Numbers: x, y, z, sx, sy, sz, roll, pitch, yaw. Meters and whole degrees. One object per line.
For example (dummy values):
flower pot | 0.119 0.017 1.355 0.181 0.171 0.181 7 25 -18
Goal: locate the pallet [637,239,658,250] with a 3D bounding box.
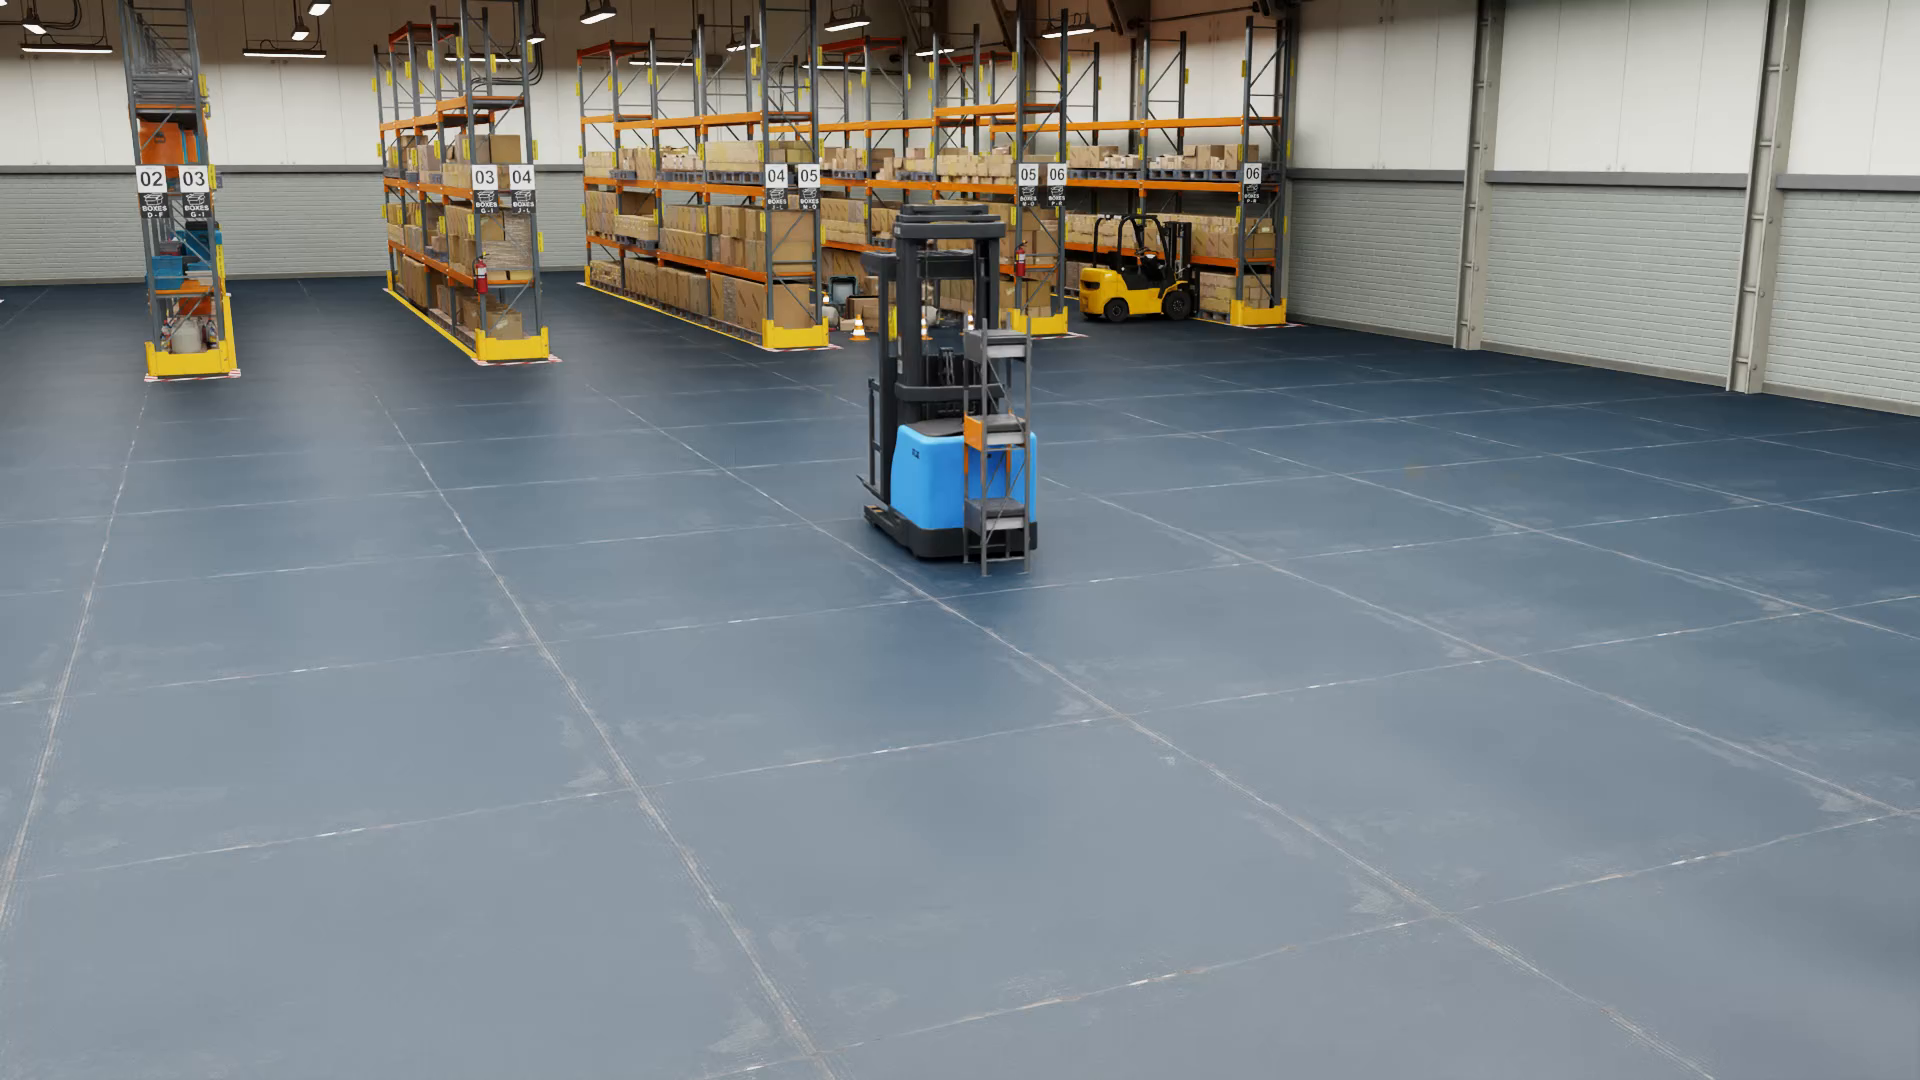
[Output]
pallet | -6.557 -6.661 37.423 1.213 0.211 1.003 -6 14 -23

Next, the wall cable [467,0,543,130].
wall cable | -13.071 -13.812 47.457 2.277 5.999 0.120 -6 14 -23

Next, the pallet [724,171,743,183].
pallet | -3.769 -6.787 31.087 1.003 0.211 1.213 -6 14 -23

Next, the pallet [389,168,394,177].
pallet | -13.164 -8.856 40.026 1.003 0.211 1.213 -6 14 -23

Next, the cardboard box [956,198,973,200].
cardboard box | 0.199 -9.196 45.961 0.500 0.500 0.500 -5 14 -22

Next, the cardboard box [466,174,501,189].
cardboard box | -7.980 -6.002 27.830 0.500 0.250 0.500 -5 14 -22

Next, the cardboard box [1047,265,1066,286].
cardboard box | 2.501 -6.589 41.298 0.500 0.500 0.500 -5 14 -21

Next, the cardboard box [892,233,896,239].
cardboard box | -1.310 -6.860 37.482 0.380 0.149 0.250 -5 14 -20

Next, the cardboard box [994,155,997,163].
cardboard box | 0.878 -7.368 32.187 0.380 0.149 0.250 -6 14 -23

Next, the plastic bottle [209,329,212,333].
plastic bottle | -12.671 -3.448 28.192 0.097 0.271 0.097 0 13 0

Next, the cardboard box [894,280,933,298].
cardboard box | -1.159 -5.740 37.914 0.950 0.372 0.625 -6 14 -24

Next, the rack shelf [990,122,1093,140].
rack shelf | 2.067 -10.325 42.005 1.077 0.370 4.000 -6 14 -23

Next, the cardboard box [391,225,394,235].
cardboard box | -13.606 -7.580 40.641 0.500 0.250 0.500 -6 14 -25

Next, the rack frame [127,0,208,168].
rack frame | -13.695 -7.839 28.782 1.000 3.000 0.127 -6 14 -23

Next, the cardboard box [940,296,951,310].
cardboard box | -0.088 -4.977 34.889 0.500 0.250 0.500 -6 14 -26

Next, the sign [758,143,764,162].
sign | -3.472 -6.772 29.037 0.100 0.325 0.005 -6 14 -23

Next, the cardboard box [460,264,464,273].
cardboard box | -8.733 -4.861 29.776 0.380 0.149 0.250 -6 14 -23

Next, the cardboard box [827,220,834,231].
cardboard box | -2.951 -7.754 40.942 0.500 0.250 0.500 -5 14 -22

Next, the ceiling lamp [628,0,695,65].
ceiling lamp | -8.180 -14.840 46.086 2.000 3.185 0.800 -6 14 -23

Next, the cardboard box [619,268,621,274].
cardboard box | -8.157 -6.599 40.801 0.380 0.149 0.250 -5 14 -21

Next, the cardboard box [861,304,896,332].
cardboard box | -1.497 -4.350 32.549 0.637 0.503 0.797 6 14 26

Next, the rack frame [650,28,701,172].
rack frame | -6.174 -9.540 36.131 1.000 3.000 0.127 -6 14 -23

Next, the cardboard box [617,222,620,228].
cardboard box | -7.934 -7.494 39.564 0.380 0.149 0.250 -6 14 -24

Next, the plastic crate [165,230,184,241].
plastic crate | -17.399 -6.656 36.878 0.392 0.384 0.575 -6 14 -23

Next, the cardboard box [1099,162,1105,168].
cardboard box | 3.442 -8.659 38.382 0.380 0.149 0.250 -6 14 -24

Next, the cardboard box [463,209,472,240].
cardboard box | -8.207 -5.412 28.502 0.500 0.500 0.500 -6 14 -23

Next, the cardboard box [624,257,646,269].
cardboard box | -7.722 -6.619 39.765 0.500 0.250 0.500 -6 14 -25

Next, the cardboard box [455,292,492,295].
cardboard box | -9.557 -4.589 32.613 0.700 0.500 0.500 -6 14 -23

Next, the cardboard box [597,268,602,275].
cardboard box | -9.163 -6.932 42.899 0.380 0.149 0.250 -5 14 -21

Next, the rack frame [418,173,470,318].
rack frame | -10.759 -6.190 34.962 1.000 3.000 0.127 -6 14 -23

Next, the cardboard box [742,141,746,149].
cardboard box | -3.722 -7.142 30.059 0.380 0.149 0.250 -5 14 -22

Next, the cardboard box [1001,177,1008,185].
cardboard box | 0.997 -6.868 31.797 0.380 0.149 0.250 -6 14 -23

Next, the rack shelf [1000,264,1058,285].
rack shelf | 0.725 -5.495 33.554 1.077 0.370 4.000 -6 14 -23

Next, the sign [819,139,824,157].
sign | -2.458 -6.939 29.431 0.100 0.325 0.005 -6 14 -23

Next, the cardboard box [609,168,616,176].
cardboard box | -8.220 -8.909 40.389 0.500 0.250 0.500 -5 14 -22

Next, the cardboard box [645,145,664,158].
cardboard box | -6.793 -8.665 37.083 0.396 0.266 0.258 -6 14 -23

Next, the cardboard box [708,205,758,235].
cardboard box | -4.455 -6.310 32.755 0.875 0.550 0.550 -6 14 -23

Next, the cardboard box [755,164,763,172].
cardboard box | -3.413 -6.594 29.462 0.380 0.149 0.250 -6 14 -23

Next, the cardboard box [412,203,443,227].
cardboard box | -11.834 -7.280 37.224 0.797 0.503 0.637 -5 14 -22

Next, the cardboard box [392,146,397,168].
cardboard box | -13.340 -9.274 40.260 0.700 0.500 0.500 -7 15 -27

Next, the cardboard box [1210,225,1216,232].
cardboard box | 5.410 -6.454 34.442 0.380 0.149 0.250 -6 14 -23

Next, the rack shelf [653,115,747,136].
rack shelf | -5.373 -8.581 34.472 1.077 0.370 4.000 -6 14 -23

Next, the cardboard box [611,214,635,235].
cardboard box | -8.229 -7.711 40.655 0.500 0.500 0.500 -6 14 -23

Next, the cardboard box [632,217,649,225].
cardboard box | -7.306 -7.316 38.135 0.380 0.149 0.250 -5 14 -20

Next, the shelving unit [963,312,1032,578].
shelving unit | 0.299 -0.780 13.584 0.431 2.100 0.503 -4 14 -17

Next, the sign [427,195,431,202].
sign | -13.461 -8.568 42.145 0.100 0.325 0.005 -6 14 -23

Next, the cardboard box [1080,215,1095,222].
cardboard box | 3.076 -7.648 39.600 0.380 0.149 0.250 -5 14 -22

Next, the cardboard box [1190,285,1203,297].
cardboard box | 5.174 -5.271 35.052 0.500 0.250 0.500 -6 14 -24

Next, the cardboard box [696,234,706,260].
cardboard box | -5.025 -5.923 33.587 0.500 0.500 0.500 -6 14 -23

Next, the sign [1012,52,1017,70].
sign | 1.009 -8.841 30.690 0.100 0.325 0.005 -6 14 -23

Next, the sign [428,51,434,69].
sign | -9.663 -8.767 30.370 0.100 0.325 0.005 -6 14 -23

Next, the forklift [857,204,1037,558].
forklift | -0.262 -1.566 15.136 1.130 2.935 3.031 -4 14 -17
